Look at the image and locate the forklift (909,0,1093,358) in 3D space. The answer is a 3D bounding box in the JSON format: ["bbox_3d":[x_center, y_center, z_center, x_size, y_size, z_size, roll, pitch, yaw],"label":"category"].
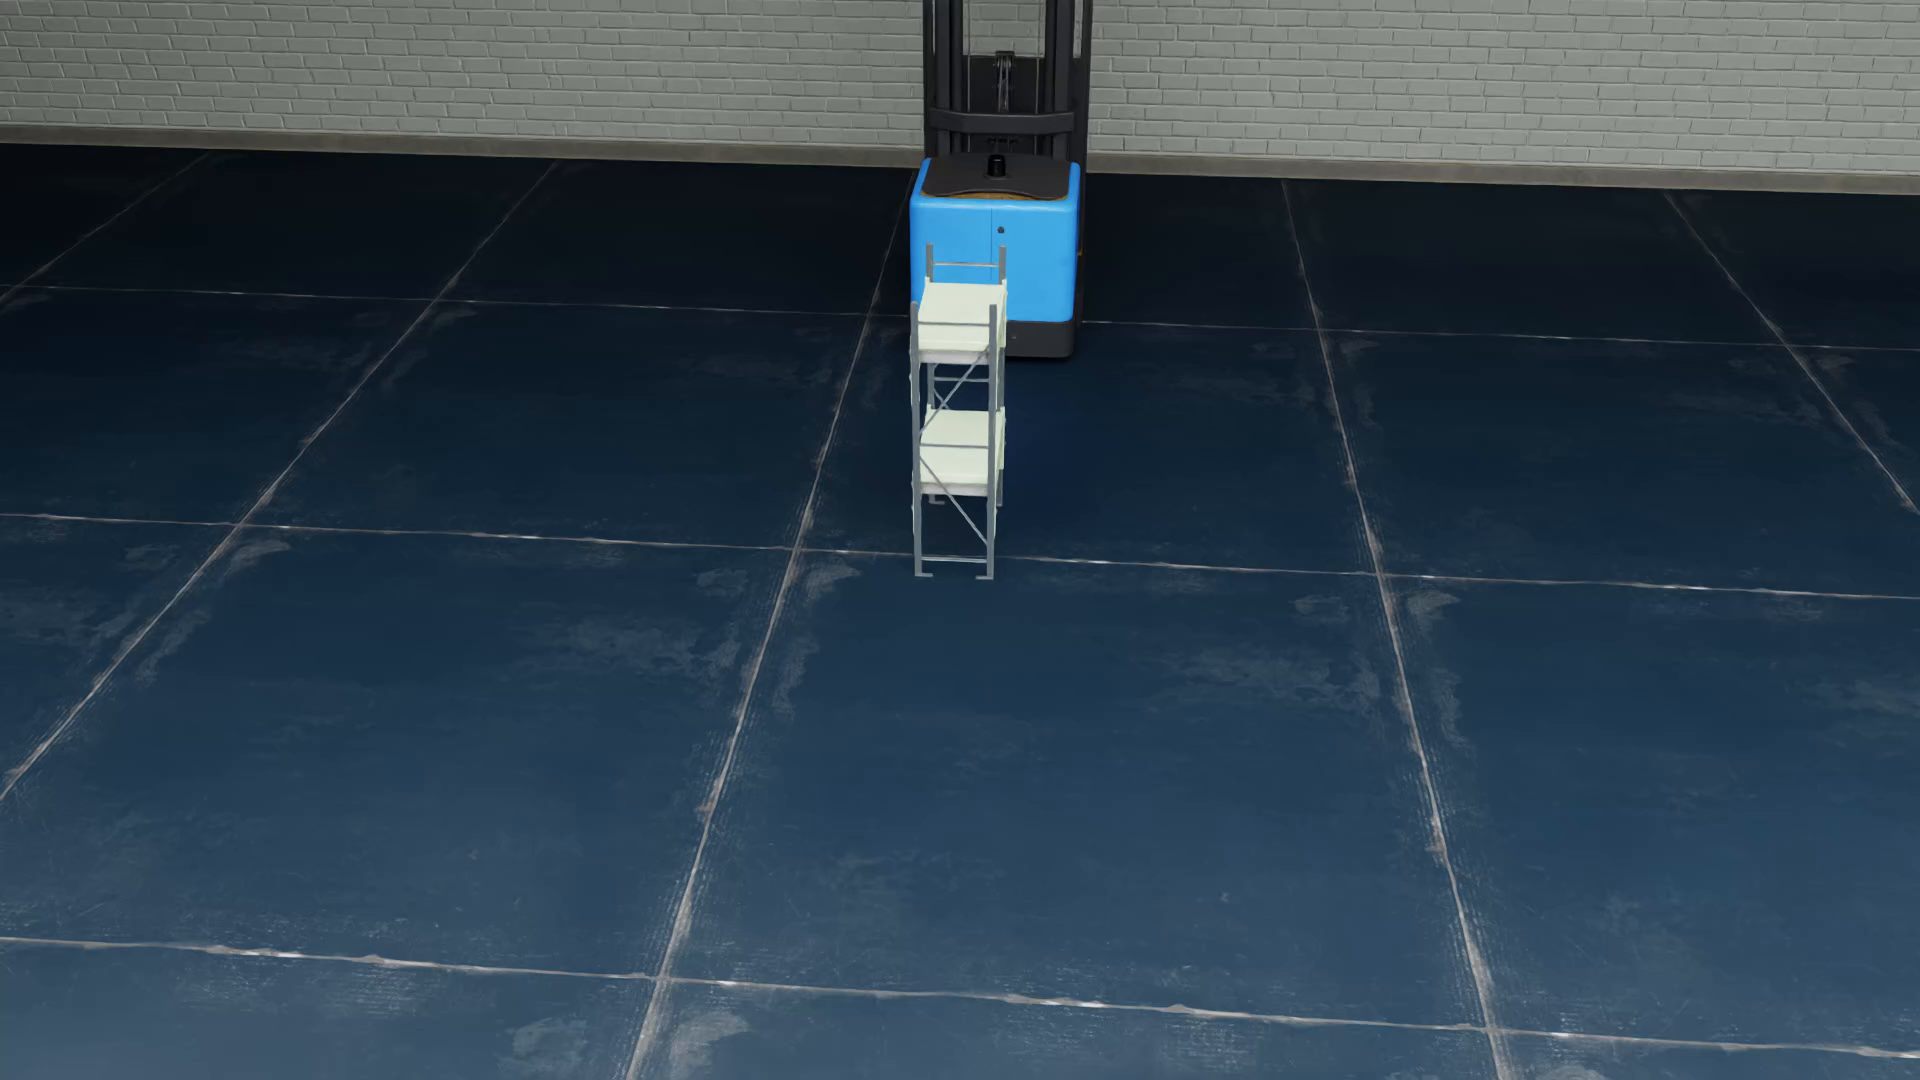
[{"bbox_3d":[0.327,-3.145,11.059,1.130,2.935,3.031,3,32,4],"label":"forklift"}]

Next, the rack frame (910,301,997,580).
[{"bbox_3d":[-0.029,-0.451,8.052,0.400,1.500,0.023,2,32,4],"label":"rack frame"}]

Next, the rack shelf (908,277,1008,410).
[{"bbox_3d":[0.001,-0.974,8.157,0.431,0.370,0.720,2,32,4],"label":"rack shelf"}]

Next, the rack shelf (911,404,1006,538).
[{"bbox_3d":[0.001,-0.364,8.533,0.431,0.370,0.720,2,32,4],"label":"rack shelf"}]

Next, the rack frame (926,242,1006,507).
[{"bbox_3d":[0.030,-0.833,8.673,0.400,1.500,0.023,2,32,4],"label":"rack frame"}]

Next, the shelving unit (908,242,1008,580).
[{"bbox_3d":[0.001,-0.642,8.362,0.431,1.500,0.755,2,32,4],"label":"shelving unit"}]
